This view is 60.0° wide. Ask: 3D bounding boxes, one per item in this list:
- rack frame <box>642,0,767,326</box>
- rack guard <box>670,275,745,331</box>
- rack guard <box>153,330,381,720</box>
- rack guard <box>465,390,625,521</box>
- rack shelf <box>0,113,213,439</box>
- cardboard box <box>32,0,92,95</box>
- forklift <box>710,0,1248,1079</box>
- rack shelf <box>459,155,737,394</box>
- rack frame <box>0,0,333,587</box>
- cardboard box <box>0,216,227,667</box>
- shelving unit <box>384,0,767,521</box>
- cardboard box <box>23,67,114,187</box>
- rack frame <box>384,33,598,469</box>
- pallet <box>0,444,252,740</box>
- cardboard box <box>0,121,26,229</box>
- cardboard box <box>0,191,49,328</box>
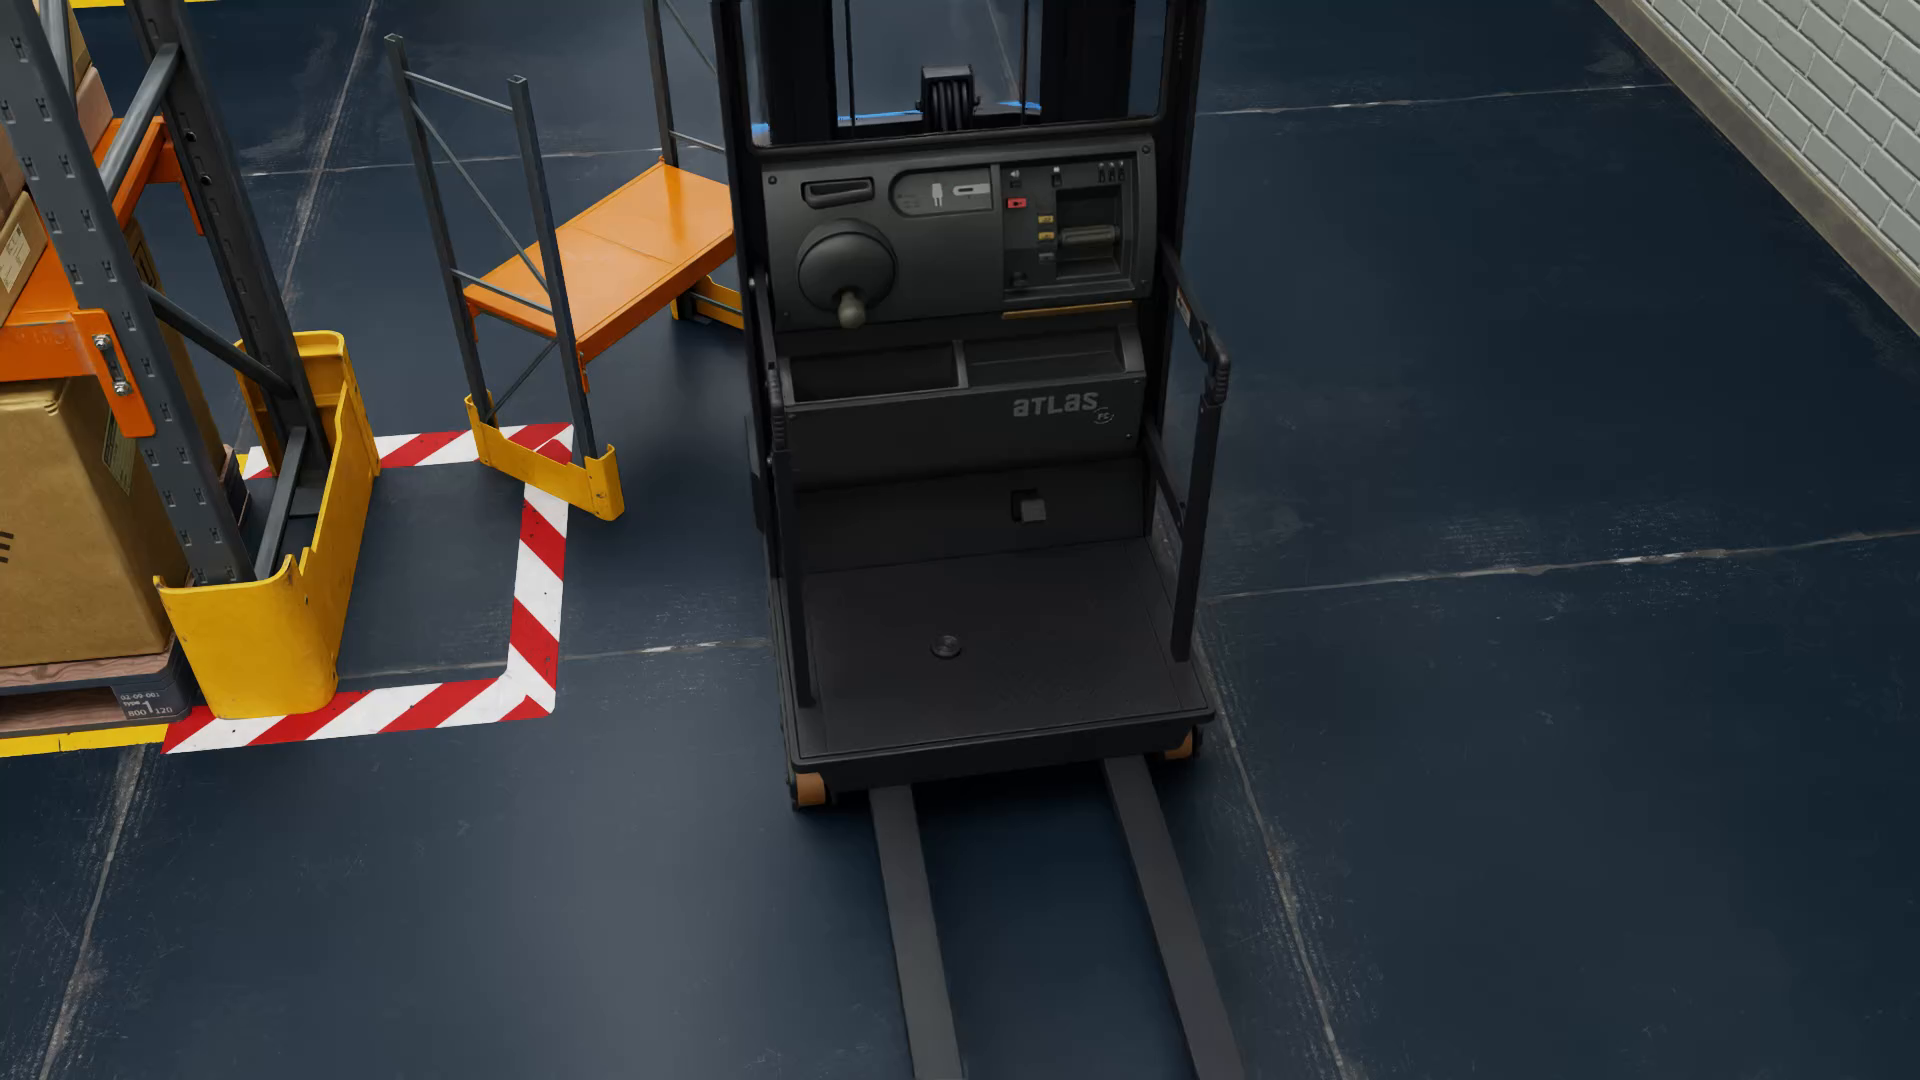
[{"bbox_3d":[-0.806,-1.304,5.576,0.500,1.500,0.032,23,47,23],"label":"rack frame"},{"bbox_3d":[-0.806,-0.840,5.994,0.587,0.250,0.087,23,47,23],"label":"rack guard"},{"bbox_3d":[-2.027,-0.076,4.961,0.348,0.500,1.175,-5,42,-6],"label":"rack guard"},{"bbox_3d":[-1.341,-0.277,5.370,0.587,0.250,0.087,23,47,23],"label":"rack guard"},{"bbox_3d":[-4.034,-0.561,4.170,4.000,0.370,1.077,-5,42,-6],"label":"rack shelf"},{"bbox_3d":[-2.562,-1.194,4.224,0.500,0.250,0.500,-6,42,-7],"label":"cardboard box"},{"bbox_3d":[0.045,-0.640,3.771,1.130,2.935,3.031,-6,42,-7],"label":"forklift"},{"bbox_3d":[-1.078,-0.884,5.378,0.538,0.185,1.000,23,47,23],"label":"rack shelf"},{"bbox_3d":[-2.051,-1.002,4.121,0.127,3.000,1.000,-5,42,-6],"label":"rack frame"},{"bbox_3d":[-2.675,-0.260,4.572,0.875,0.875,0.875,-5,42,-6],"label":"cardboard box"},{"bbox_3d":[-1.074,-1.022,5.264,0.587,1.500,1.083,23,47,23],"label":"shelving unit"},{"bbox_3d":[-2.446,-1.097,4.414,0.250,0.149,0.380,-5,42,-5],"label":"cardboard box"},{"bbox_3d":[-1.351,-0.730,4.939,0.500,1.500,0.032,23,47,23],"label":"rack frame"},{"bbox_3d":[-2.834,0.155,4.921,1.213,0.211,1.003,-5,42,-6],"label":"pallet"},{"bbox_3d":[-2.497,-0.838,3.830,0.500,0.250,0.500,-6,42,-6],"label":"cardboard box"},{"bbox_3d":[-2.362,-0.659,3.929,0.250,0.149,0.380,-4,42,-5],"label":"cardboard box"}]
